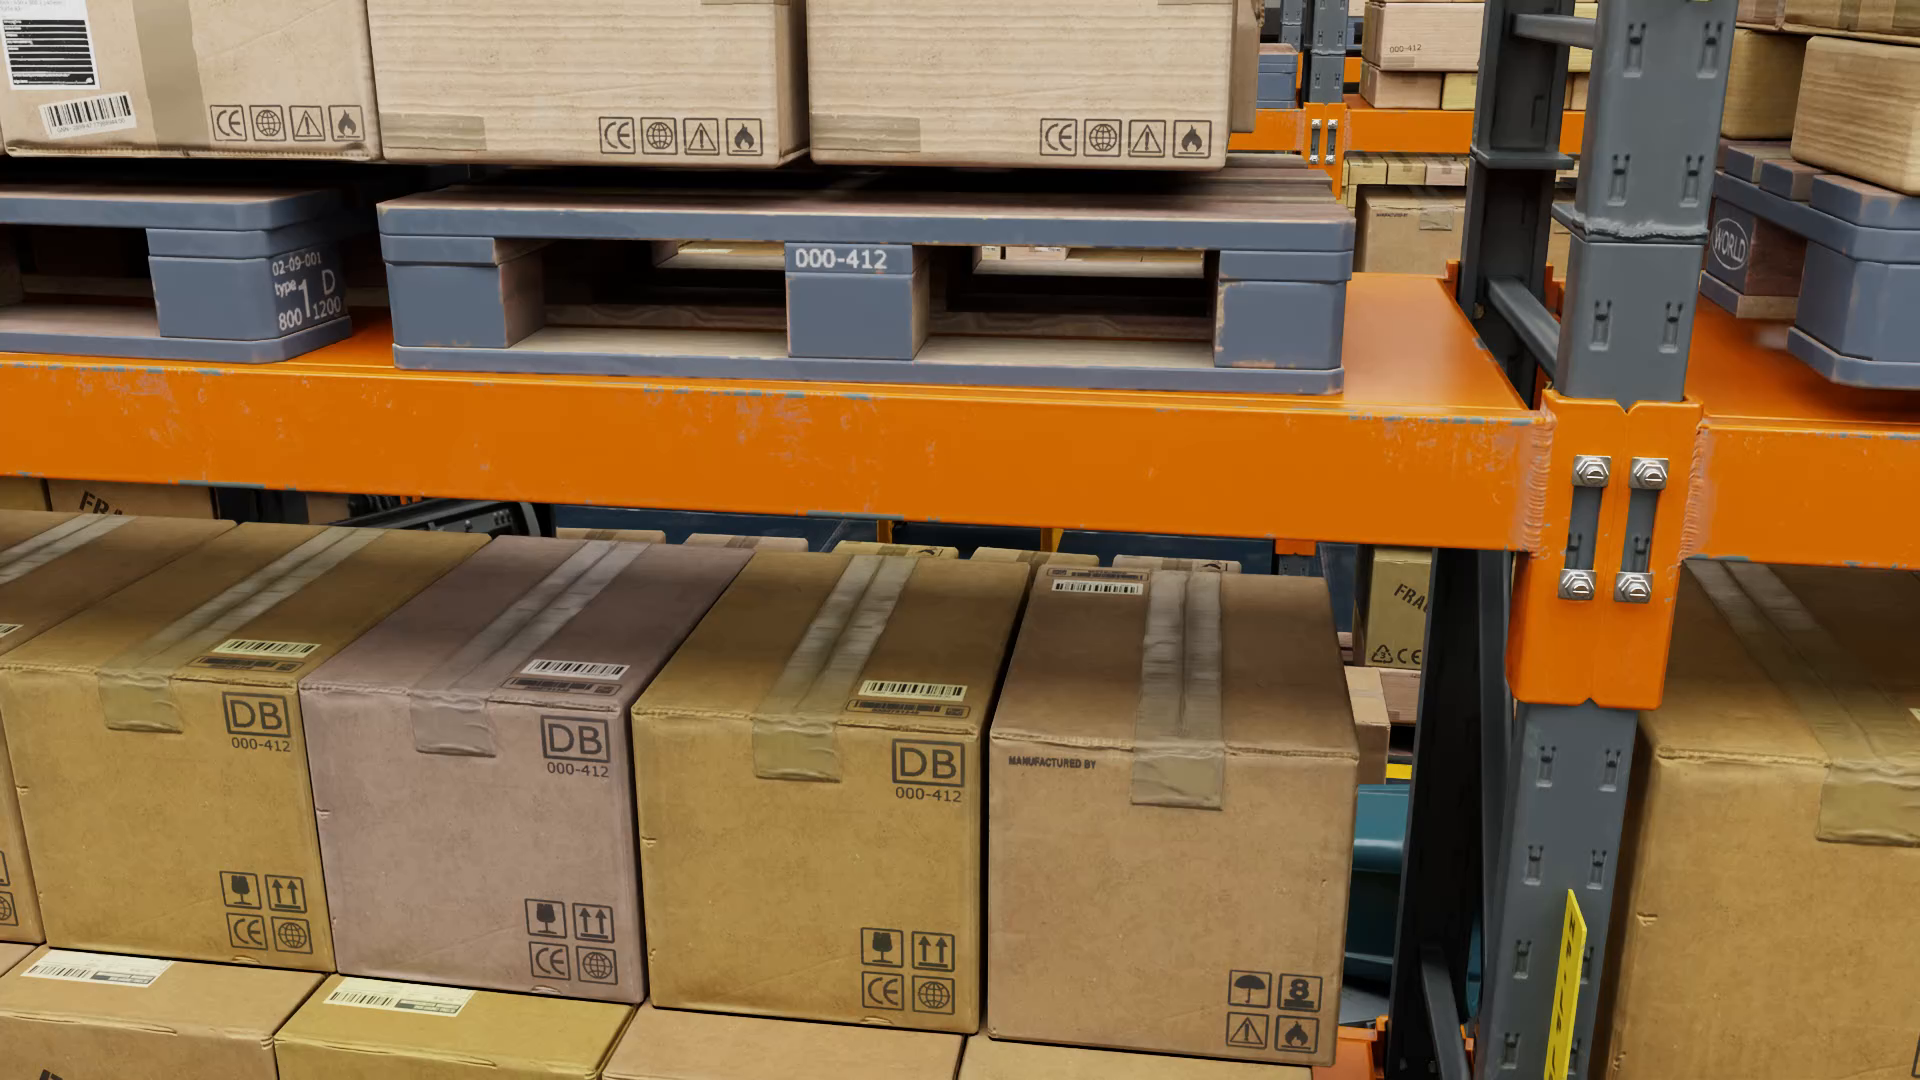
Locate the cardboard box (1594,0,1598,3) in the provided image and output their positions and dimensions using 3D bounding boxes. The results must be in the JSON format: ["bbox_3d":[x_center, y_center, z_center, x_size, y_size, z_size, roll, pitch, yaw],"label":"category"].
[{"bbox_3d":[2.548,-2.135,6.367,0.250,0.149,0.380,3,19,8],"label":"cardboard box"}]

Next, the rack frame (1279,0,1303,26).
[{"bbox_3d":[2.297,-5.013,11.104,0.127,3.000,1.000,3,19,9],"label":"rack frame"}]

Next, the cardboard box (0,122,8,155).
[{"bbox_3d":[-1.440,-0.729,2.347,0.500,0.311,0.500,3,19,8],"label":"cardboard box"}]

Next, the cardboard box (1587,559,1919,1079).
[{"bbox_3d":[1.187,0.389,2.475,0.550,0.550,0.875,3,19,9],"label":"cardboard box"}]

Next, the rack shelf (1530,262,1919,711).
[{"bbox_3d":[2.803,-0.038,2.095,4.000,0.370,1.077,3,19,9],"label":"rack shelf"}]

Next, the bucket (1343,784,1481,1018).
[{"bbox_3d":[1.328,1.059,5.174,0.620,0.611,0.726,-1,16,31],"label":"bucket"}]

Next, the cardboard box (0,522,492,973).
[{"bbox_3d":[-1.169,0.322,2.881,0.500,0.500,0.700,3,19,8],"label":"cardboard box"}]

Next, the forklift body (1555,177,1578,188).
[{"bbox_3d":[4.085,-1.088,10.166,1.214,2.155,2.313,3,19,9],"label":"forklift body"}]

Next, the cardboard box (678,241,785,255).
[{"bbox_3d":[-0.987,-1.058,7.450,0.500,0.500,0.500,3,19,10],"label":"cardboard box"}]

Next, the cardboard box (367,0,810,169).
[{"bbox_3d":[-0.426,-0.648,2.202,0.500,0.250,0.500,3,19,8],"label":"cardboard box"}]

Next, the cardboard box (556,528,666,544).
[{"bbox_3d":[-1.880,0.264,8.265,0.625,0.372,0.950,2,19,5],"label":"cardboard box"}]

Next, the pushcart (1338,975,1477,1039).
[{"bbox_3d":[1.201,1.347,5.681,0.936,0.377,1.648,-3,19,-10],"label":"pushcart"}]

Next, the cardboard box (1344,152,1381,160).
[{"bbox_3d":[2.901,-2.717,12.048,0.250,0.149,0.380,2,19,7],"label":"cardboard box"}]

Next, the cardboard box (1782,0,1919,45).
[{"bbox_3d":[1.266,-0.684,1.840,0.500,0.250,0.500,3,19,9],"label":"cardboard box"}]

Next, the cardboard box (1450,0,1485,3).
[{"bbox_3d":[2.034,-2.172,6.480,0.250,0.149,0.380,3,19,10],"label":"cardboard box"}]

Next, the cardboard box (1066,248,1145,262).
[{"bbox_3d":[0.531,-0.976,7.206,0.500,0.500,0.500,3,19,9],"label":"cardboard box"}]

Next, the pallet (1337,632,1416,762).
[{"bbox_3d":[2.182,0.732,7.782,1.213,0.211,1.003,3,19,9],"label":"pallet"}]

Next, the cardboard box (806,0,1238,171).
[{"bbox_3d":[0.105,-0.640,2.179,0.500,0.250,0.500,3,19,9],"label":"cardboard box"}]

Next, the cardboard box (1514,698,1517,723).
[{"bbox_3d":[2.582,0.630,7.366,0.500,0.250,0.500,4,19,12],"label":"cardboard box"}]

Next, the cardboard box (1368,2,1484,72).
[{"bbox_3d":[1.904,-1.997,6.586,0.500,0.250,0.500,3,19,7],"label":"cardboard box"}]

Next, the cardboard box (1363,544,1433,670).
[{"bbox_3d":[2.053,0.251,7.317,0.500,0.500,0.500,4,19,11],"label":"cardboard box"}]

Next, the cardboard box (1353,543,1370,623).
[{"bbox_3d":[2.140,0.082,7.820,0.500,0.500,0.500,3,19,8],"label":"cardboard box"}]

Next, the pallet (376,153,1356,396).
[{"bbox_3d":[-0.085,-0.419,2.404,1.217,0.209,0.805,2,19,6],"label":"pallet"}]

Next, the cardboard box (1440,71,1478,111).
[{"bbox_3d":[2.031,-1.792,6.601,0.250,0.149,0.380,3,19,9],"label":"cardboard box"}]

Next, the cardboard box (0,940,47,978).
[{"bbox_3d":[-1.721,0.852,2.873,0.500,0.500,0.500,3,19,9],"label":"cardboard box"}]

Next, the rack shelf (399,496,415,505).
[{"bbox_3d":[-4.411,-0.574,8.424,4.000,0.370,1.077,3,19,9],"label":"rack shelf"}]

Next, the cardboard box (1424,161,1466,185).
[{"bbox_3d":[3.328,-2.515,11.444,0.250,0.149,0.380,3,19,10],"label":"cardboard box"}]

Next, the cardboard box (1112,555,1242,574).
[{"bbox_3d":[0.995,0.409,7.834,0.625,0.372,0.950,3,19,9],"label":"cardboard box"}]

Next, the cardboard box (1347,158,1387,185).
[{"bbox_3d":[2.840,-2.576,11.626,0.250,0.149,0.380,3,19,9],"label":"cardboard box"}]

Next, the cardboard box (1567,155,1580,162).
[{"bbox_3d":[4.426,-2.633,11.798,0.250,0.149,0.380,3,19,9],"label":"cardboard box"}]

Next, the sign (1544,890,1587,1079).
[{"bbox_3d":[0.751,0.602,2.077,0.005,0.325,0.100,3,19,9],"label":"sign"}]

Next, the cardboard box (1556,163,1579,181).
[{"bbox_3d":[4.098,-2.508,11.423,0.250,0.149,0.380,3,19,9],"label":"cardboard box"}]

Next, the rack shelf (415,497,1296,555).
[{"bbox_3d":[-0.461,-0.372,7.822,4.000,0.370,1.077,3,19,9],"label":"rack shelf"}]

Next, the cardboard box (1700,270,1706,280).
[{"bbox_3d":[2.906,-1.119,6.718,0.500,0.500,0.700,3,19,7],"label":"cardboard box"}]

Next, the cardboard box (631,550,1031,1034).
[{"bbox_3d":[-0.171,0.373,2.728,0.500,0.500,0.700,3,19,8],"label":"cardboard box"}]

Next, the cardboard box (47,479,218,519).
[{"bbox_3d":[-3.985,-0.113,8.599,0.875,0.875,0.875,3,19,9],"label":"cardboard box"}]

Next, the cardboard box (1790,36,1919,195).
[{"bbox_3d":[1.133,-0.482,1.866,0.250,0.149,0.380,3,19,8],"label":"cardboard box"}]

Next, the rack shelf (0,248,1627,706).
[{"bbox_3d":[-1.147,-0.239,2.696,4.000,0.370,1.077,3,19,9],"label":"rack shelf"}]

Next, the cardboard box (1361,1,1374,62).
[{"bbox_3d":[1.994,-2.167,7.094,0.500,0.250,0.500,3,19,8],"label":"cardboard box"}]

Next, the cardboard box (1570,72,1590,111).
[{"bbox_3d":[2.535,-1.790,6.594,0.250,0.149,0.380,3,19,10],"label":"cardboard box"}]

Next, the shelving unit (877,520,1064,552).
[{"bbox_3d":[0.075,-0.707,10.054,1.083,1.500,0.587,3,19,9],"label":"shelving unit"}]

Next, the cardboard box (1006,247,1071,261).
[{"bbox_3d":[0.339,-1.291,7.124,0.250,0.149,0.380,2,19,7],"label":"cardboard box"}]

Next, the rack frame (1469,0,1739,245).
[{"bbox_3d":[0.828,-1.902,1.805,0.127,3.000,1.000,3,19,9],"label":"rack frame"}]

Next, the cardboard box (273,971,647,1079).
[{"bbox_3d":[-0.728,0.902,2.722,0.500,0.500,0.500,3,19,9],"label":"cardboard box"}]

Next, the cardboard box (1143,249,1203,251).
[{"bbox_3d":[1.096,-1.114,7.617,0.500,0.500,0.500,3,19,10],"label":"cardboard box"}]

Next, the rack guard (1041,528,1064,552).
[{"bbox_3d":[0.567,-0.090,10.177,0.087,0.250,0.587,3,19,9],"label":"rack guard"}]

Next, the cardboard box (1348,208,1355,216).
[{"bbox_3d":[2.694,-2.111,11.728,0.500,0.500,0.500,2,19,7],"label":"cardboard box"}]

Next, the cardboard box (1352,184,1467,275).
[{"bbox_3d":[1.913,-1.185,6.916,0.500,0.500,0.700,3,19,8],"label":"cardboard box"}]

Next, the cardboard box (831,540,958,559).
[{"bbox_3d":[-0.402,0.339,8.042,0.625,0.372,0.950,4,19,10],"label":"cardboard box"}]

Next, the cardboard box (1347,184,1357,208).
[{"bbox_3d":[2.826,-2.412,11.605,0.250,0.149,0.380,3,19,10],"label":"cardboard box"}]

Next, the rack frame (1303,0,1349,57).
[{"bbox_3d":[1.513,-3.458,6.455,0.127,3.000,1.000,3,19,9],"label":"rack frame"}]

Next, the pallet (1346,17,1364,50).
[{"bbox_3d":[3.143,-3.514,11.490,1.213,0.211,1.003,3,19,9],"label":"pallet"}]

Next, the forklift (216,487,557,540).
[{"bbox_3d":[-1.643,0.101,5.382,3.031,2.935,1.130,16,24,39],"label":"forklift"}]

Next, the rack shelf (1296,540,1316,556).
[{"bbox_3d":[3.488,-0.171,7.221,4.000,0.370,1.077,3,19,9],"label":"rack shelf"}]

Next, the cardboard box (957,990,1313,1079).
[{"bbox_3d":[0.270,0.953,2.570,0.500,0.500,0.500,3,19,8],"label":"cardboard box"}]

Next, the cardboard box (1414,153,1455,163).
[{"bbox_3d":[3.422,-2.715,12.042,0.250,0.149,0.380,3,19,8],"label":"cardboard box"}]
